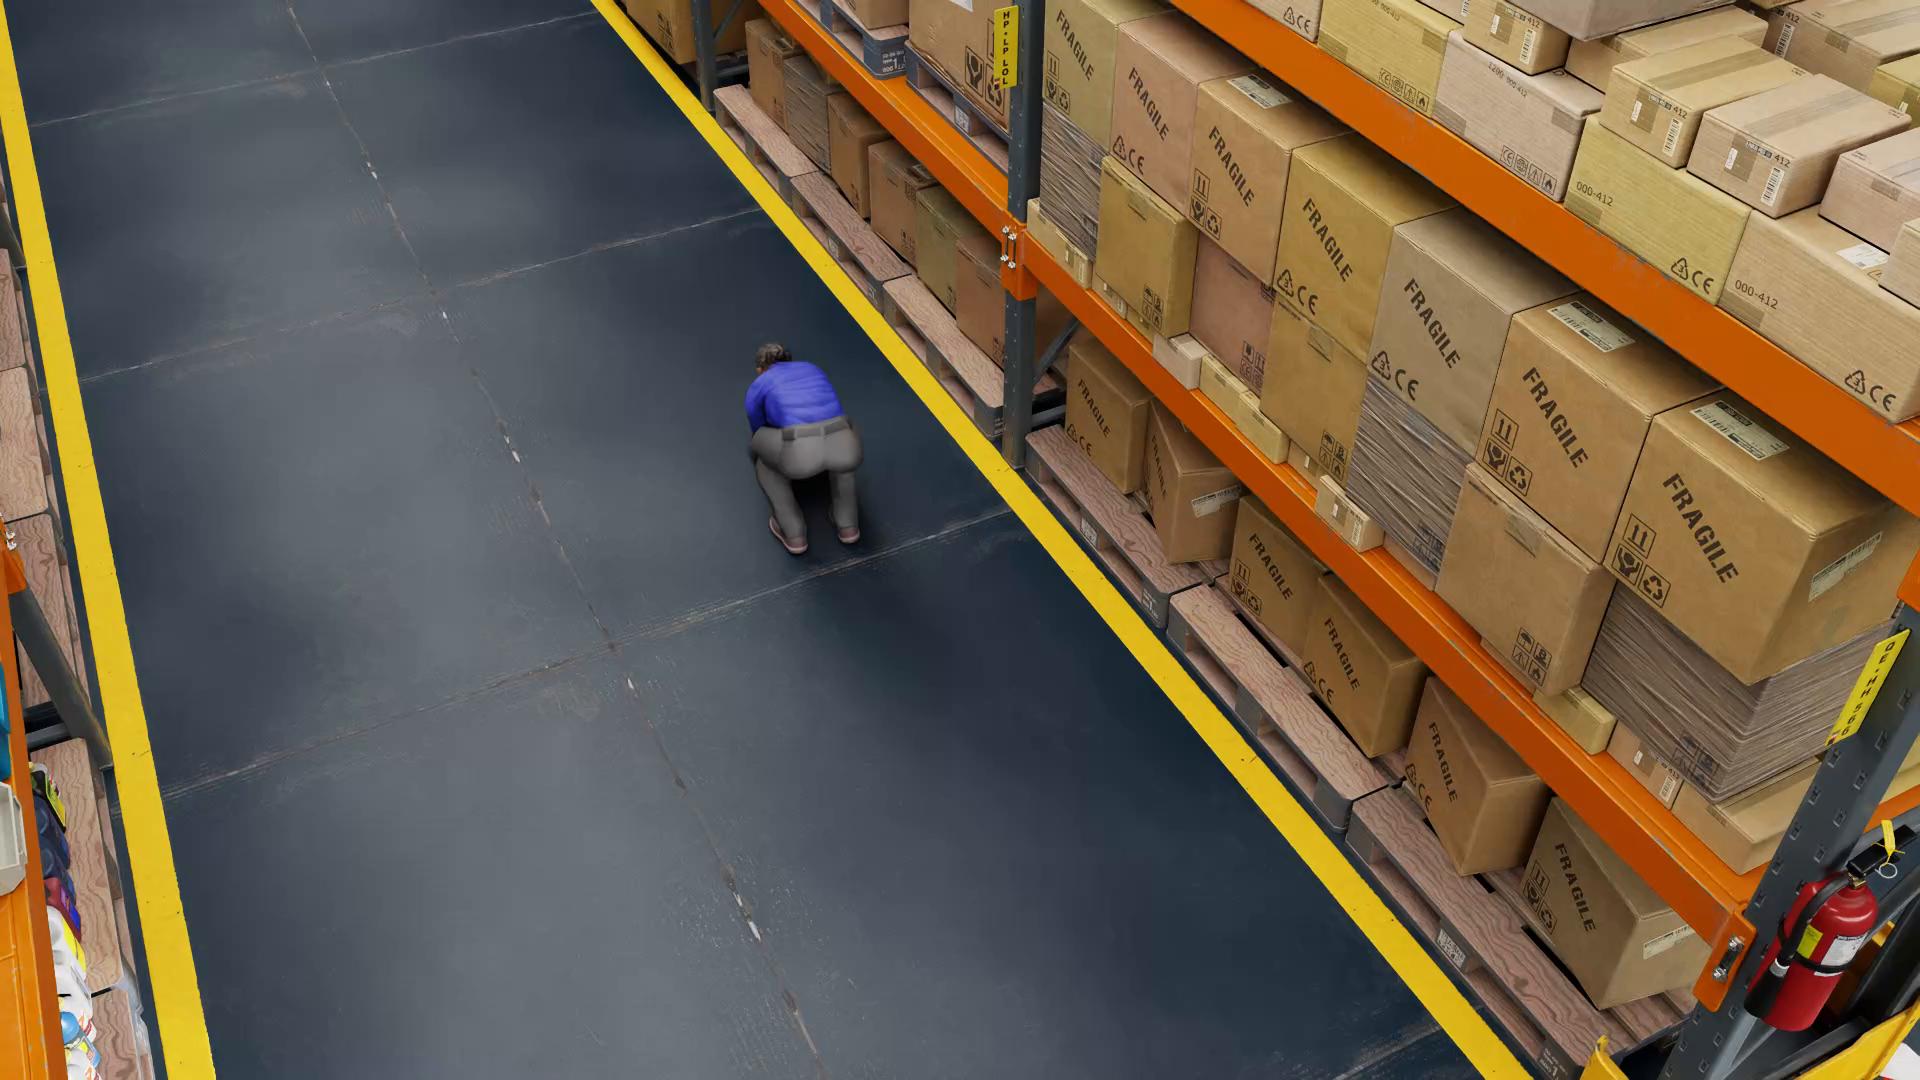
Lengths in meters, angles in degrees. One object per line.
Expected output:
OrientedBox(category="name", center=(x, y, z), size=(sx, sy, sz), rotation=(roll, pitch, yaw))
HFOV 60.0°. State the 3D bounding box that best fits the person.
OrientedBox(category="person", center=(-0.699, -0.418, 7.332), size=(0.469, 0.766, 0.883), rotation=(-13, 43, -15))
